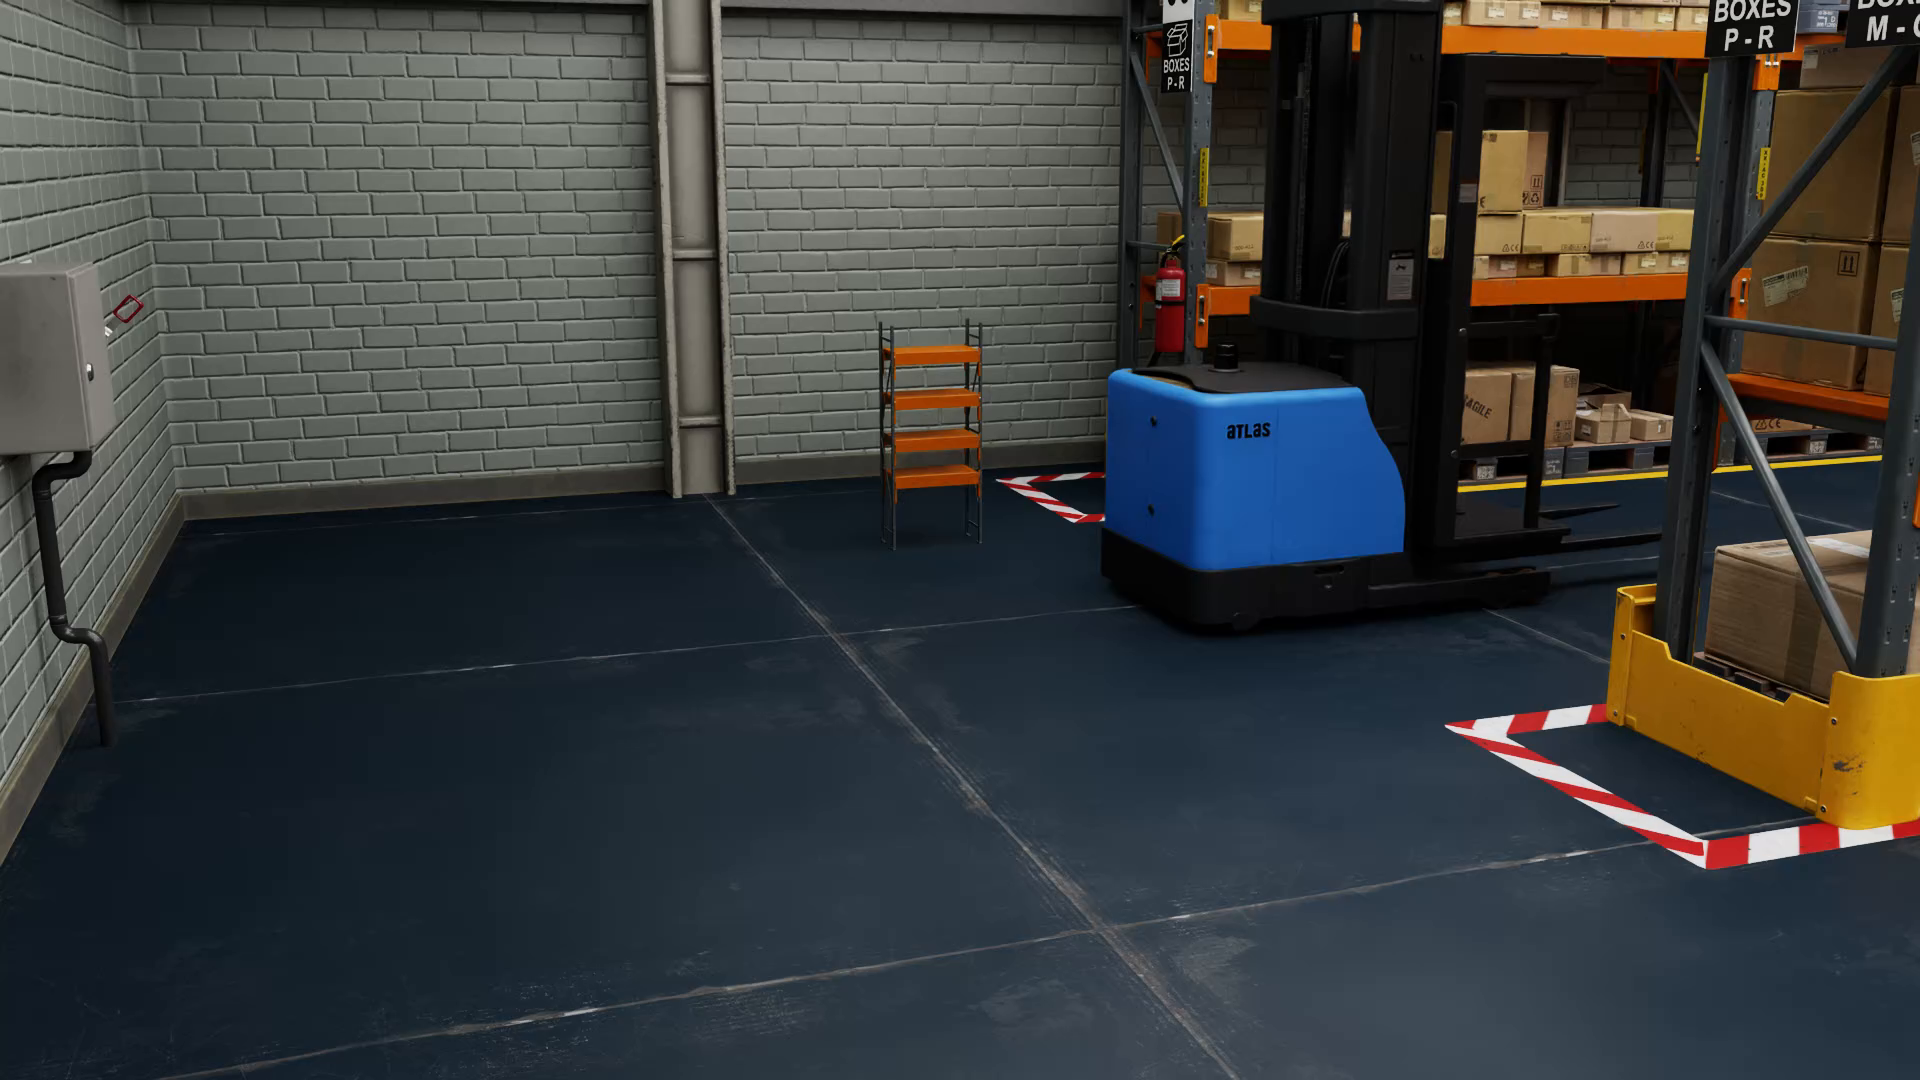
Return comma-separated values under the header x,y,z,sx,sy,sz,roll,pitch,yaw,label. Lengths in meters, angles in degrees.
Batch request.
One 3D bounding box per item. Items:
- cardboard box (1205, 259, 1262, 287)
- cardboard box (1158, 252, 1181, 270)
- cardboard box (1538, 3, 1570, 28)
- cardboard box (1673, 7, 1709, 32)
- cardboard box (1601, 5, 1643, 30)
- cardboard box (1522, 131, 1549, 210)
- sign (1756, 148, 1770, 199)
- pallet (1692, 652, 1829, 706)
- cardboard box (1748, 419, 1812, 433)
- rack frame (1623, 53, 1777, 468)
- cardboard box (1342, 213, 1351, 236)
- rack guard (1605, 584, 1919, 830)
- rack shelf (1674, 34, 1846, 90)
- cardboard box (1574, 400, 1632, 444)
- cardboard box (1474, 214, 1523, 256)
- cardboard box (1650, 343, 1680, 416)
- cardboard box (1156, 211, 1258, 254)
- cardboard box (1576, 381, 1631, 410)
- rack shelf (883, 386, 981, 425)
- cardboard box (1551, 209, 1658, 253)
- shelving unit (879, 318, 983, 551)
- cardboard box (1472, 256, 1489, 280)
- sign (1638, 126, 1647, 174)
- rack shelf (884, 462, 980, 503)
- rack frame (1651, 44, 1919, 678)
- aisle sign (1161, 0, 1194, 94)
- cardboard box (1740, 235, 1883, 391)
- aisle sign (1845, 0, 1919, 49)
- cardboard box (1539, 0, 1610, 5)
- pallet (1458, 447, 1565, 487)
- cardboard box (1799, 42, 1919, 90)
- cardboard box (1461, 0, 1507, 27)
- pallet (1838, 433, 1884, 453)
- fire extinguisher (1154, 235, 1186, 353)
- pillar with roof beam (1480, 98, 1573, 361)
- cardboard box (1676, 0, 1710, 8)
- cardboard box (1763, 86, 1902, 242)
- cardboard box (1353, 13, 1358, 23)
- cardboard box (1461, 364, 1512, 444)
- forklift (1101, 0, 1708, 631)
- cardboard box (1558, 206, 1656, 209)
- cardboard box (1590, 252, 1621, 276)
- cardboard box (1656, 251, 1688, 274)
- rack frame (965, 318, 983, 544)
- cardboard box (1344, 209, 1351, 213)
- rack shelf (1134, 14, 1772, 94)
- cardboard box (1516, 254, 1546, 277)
x,y,z,sx,sy,sz,roll,pitch,yaw,label
1.614,-1.608,9.963,0.250,0.149,0.380,-5,14,-18,cardboard box
1.443,-1.727,10.464,0.250,0.149,0.380,-5,14,-19,cardboard box
3.535,-3.221,10.264,0.250,0.149,0.380,-4,14,-17,cardboard box
4.526,-3.290,10.551,0.250,0.149,0.380,-4,14,-18,cardboard box
4.035,-3.254,10.404,0.250,0.149,0.380,-5,14,-18,cardboard box
3.510,-2.446,11.005,0.500,0.500,0.500,-5,14,-20,cardboard box
5.186,-2.364,10.728,0.005,0.325,0.100,-4,14,-18,sign
3.535,0.603,6.152,1.213,0.211,1.003,-4,14,-18,pallet
5.536,-1.036,11.509,0.500,0.500,0.500,-4,14,-16,cardboard box
5.006,-2.061,11.326,0.127,3.000,1.000,-4,14,-18,rack frame
2.209,-1.849,10.117,0.500,0.250,0.500,-4,14,-17,cardboard box
2.779,0.540,5.791,0.348,0.500,1.175,-4,14,-18,rack guard
6.902,-3.318,11.683,4.000,0.370,1.077,-4,14,-18,rack shelf
4.233,-0.803,11.039,0.258,0.266,0.396,-4,14,-16,cardboard box
3.166,-1.930,10.455,0.500,0.250,0.500,-5,14,-20,cardboard box
5.377,-1.150,11.992,0.500,0.500,0.500,-5,14,-18,cardboard box
1.566,-1.930,10.455,0.500,0.250,0.500,-4,14,-16,cardboard box
4.305,-0.960,11.601,0.500,0.311,0.500,-4,14,-16,cardboard box
-0.157,-0.724,8.916,0.480,0.148,0.258,-4,14,-18,rack shelf
4.131,-2.002,10.757,0.500,0.250,0.500,-4,14,-18,cardboard box
-0.157,-0.571,8.953,0.503,1.200,0.258,-4,14,-18,shelving unit
3.094,-1.716,10.417,0.250,0.149,0.380,-4,14,-17,cardboard box
4.826,-2.746,11.703,0.005,0.325,0.100,-4,14,-18,sign
-0.157,-0.313,9.014,0.480,0.148,0.258,-4,14,-18,rack shelf
2.802,-0.678,5.509,0.127,3.000,1.000,-4,14,-18,rack frame
1.244,-2.961,9.492,0.004,0.787,0.394,-4,14,-18,aisle sign
3.174,-0.820,5.891,0.500,0.500,0.500,-4,14,-18,cardboard box
2.826,-1.873,4.919,0.004,0.787,0.394,-4,14,-18,aisle sign
3.650,-3.426,10.262,0.500,0.250,0.500,-4,14,-17,cardboard box
3.197,-0.563,11.054,1.213,0.211,1.003,-4,14,-18,pallet
3.078,-1.599,5.603,0.250,0.149,0.380,-4,14,-17,cardboard box
3.075,-3.167,10.038,0.250,0.149,0.380,-4,14,-18,cardboard box
6.923,-0.864,12.318,1.213,0.211,1.003,-4,14,-18,pallet
1.223,-1.435,9.665,0.183,0.674,0.296,-4,14,-18,fire extinguisher
5.432,-4.182,7.277,0.400,9.000,9.100,-4,14,-18,pillar with roof beam
4.629,-3.502,10.581,0.500,0.250,0.500,-4,14,-18,cardboard box
3.183,-1.300,5.751,0.500,0.500,0.500,-4,14,-16,cardboard box
2.349,-3.112,9.803,0.250,0.149,0.380,-4,14,-17,cardboard box
3.180,-0.850,10.729,0.500,0.500,0.500,-4,14,-17,cardboard box
2.260,-1.216,7.923,3.031,2.935,1.130,-5,14,-20,forklift
4.451,-2.156,11.404,0.500,0.250,0.500,-5,14,-19,cardboard box
4.049,-1.798,10.763,0.250,0.149,0.380,-4,14,-17,cardboard box
4.545,-1.836,10.923,0.250,0.149,0.380,-4,14,-17,cardboard box
0.074,-0.590,9.028,0.015,1.200,0.240,-4,14,-18,rack frame
2.526,-2.003,10.763,0.500,0.250,0.500,-4,14,-16,cardboard box
3.111,-3.023,10.442,4.000,0.370,1.077,-4,14,-18,rack shelf
3.535,-1.779,10.681,0.250,0.149,0.380,-4,14,-17,cardboard box
